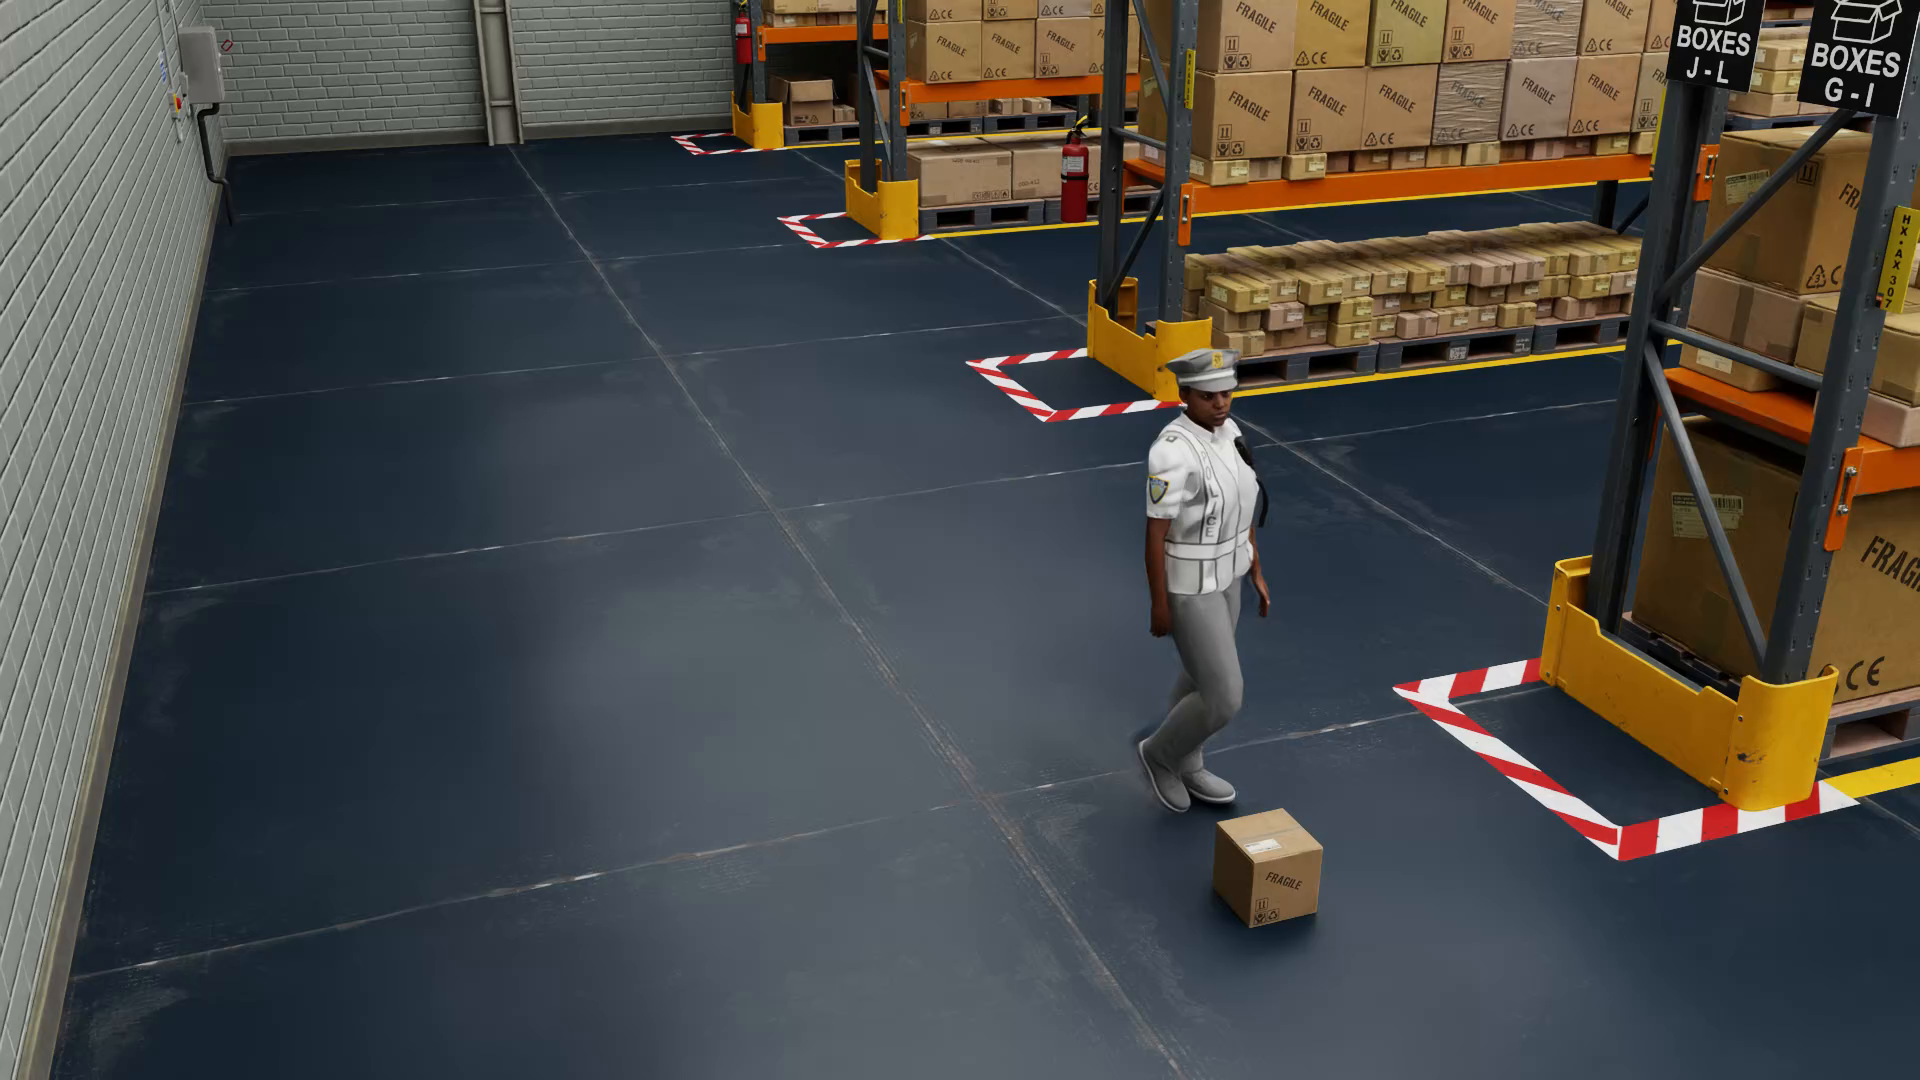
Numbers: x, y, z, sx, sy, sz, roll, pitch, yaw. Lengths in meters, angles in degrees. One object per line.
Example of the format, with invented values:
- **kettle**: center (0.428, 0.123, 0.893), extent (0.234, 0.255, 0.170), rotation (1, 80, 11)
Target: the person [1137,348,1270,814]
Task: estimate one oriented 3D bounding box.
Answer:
- **person**: center (0.854, 0.165, 5.653), extent (0.435, 1.700, 0.466), rotation (16, 27, 33)
